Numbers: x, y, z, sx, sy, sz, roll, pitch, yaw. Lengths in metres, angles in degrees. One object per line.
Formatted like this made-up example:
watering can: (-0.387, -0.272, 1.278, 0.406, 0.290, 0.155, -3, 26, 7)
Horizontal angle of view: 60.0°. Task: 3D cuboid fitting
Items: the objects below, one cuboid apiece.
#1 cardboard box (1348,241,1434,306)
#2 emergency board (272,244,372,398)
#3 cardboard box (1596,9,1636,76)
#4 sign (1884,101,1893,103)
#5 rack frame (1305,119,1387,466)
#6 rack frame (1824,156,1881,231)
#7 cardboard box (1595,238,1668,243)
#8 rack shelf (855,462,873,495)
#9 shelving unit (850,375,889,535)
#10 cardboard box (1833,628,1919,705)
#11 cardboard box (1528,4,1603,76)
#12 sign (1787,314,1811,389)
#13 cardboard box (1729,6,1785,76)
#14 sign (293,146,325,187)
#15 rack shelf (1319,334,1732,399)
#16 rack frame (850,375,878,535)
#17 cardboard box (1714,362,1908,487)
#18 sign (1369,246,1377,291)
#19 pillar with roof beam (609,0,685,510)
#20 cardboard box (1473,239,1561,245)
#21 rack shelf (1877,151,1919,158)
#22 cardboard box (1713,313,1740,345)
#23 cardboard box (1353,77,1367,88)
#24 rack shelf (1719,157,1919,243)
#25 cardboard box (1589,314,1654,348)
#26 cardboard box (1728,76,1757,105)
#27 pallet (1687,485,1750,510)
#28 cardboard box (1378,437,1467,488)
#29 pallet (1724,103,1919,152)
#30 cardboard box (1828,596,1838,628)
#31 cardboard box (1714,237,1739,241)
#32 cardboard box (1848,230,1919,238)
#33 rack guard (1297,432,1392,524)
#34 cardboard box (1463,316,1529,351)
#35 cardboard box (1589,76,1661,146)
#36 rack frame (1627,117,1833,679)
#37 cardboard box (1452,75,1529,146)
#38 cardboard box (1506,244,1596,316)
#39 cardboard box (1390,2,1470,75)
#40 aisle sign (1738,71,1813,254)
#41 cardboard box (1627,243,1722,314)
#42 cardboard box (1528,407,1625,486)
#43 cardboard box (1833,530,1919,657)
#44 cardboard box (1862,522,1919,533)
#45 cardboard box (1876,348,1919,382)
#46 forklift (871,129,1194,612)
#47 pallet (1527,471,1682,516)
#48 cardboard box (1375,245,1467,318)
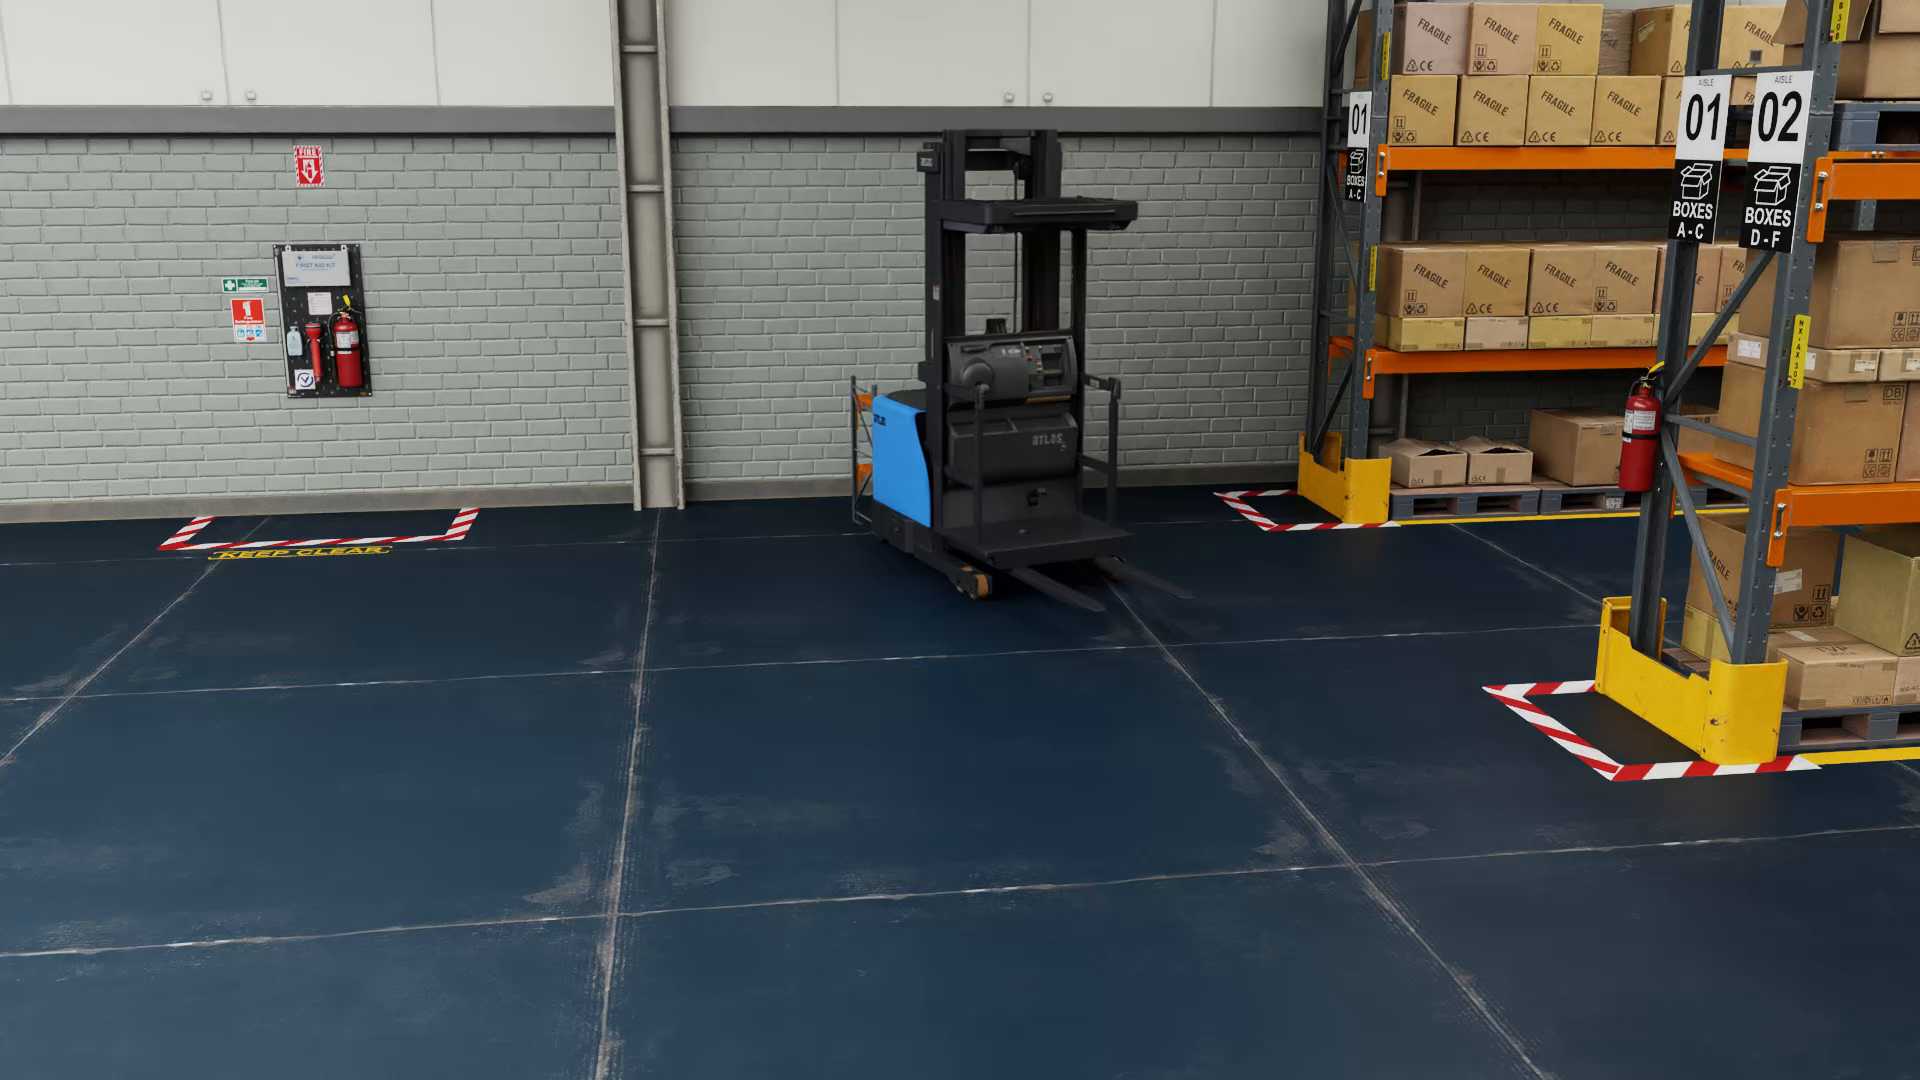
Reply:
cardboard box: (3.400, -2.085, 13.096, 0.500, 0.500, 0.500, -2, 14, -9)
emergency board: (-4.854, -1.652, 12.643, 0.643, 1.169, 0.194, -2, 14, -8)
cardboard box: (4.880, -3.844, 12.916, 0.500, 0.500, 0.500, -2, 14, -8)
sign: (7.009, -3.437, 12.531, 0.005, 0.325, 0.100, -2, 14, -8)
rack frame: (2.965, -1.716, 12.900, 0.127, 3.000, 1.000, -2, 14, -8)
rack frame: (6.921, -1.861, 13.478, 0.127, 3.000, 1.000, -2, 14, -8)
cardboard box: (5.419, -2.161, 13.397, 0.500, 0.500, 0.500, -2, 14, -7)
rack shelf: (-0.249, -0.453, 12.719, 1.000, 0.278, 0.538, -6, 15, -23)
shelving unit: (-0.249, -0.690, 12.660, 1.048, 1.125, 0.538, -6, 15, -23)
cardboard box: (4.764, 0.620, 8.372, 0.500, 0.250, 0.500, -2, 14, -8)
cardboard box: (4.391, -3.697, 12.330, 0.500, 0.500, 0.500, -2, 14, -7)
sign: (3.784, -0.850, 7.501, 0.005, 0.325, 0.100, -2, 14, -8)
cardboard box: (5.922, -3.754, 12.554, 0.500, 0.500, 0.500, -1, 14, -5)
sign: (-4.876, -2.800, 12.455, 0.199, 0.298, 0.001, -2, 14, -8)
rack shelf: (4.943, -1.440, 13.276, 4.000, 0.370, 1.077, -2, 14, -8)
rack frame: (-0.715, -0.640, 12.462, 0.032, 1.125, 0.500, -6, 15, -23)
cardboard box: (4.171, -0.587, 8.192, 0.500, 0.500, 0.700, -2, 14, -8)
sign: (3.046, -2.006, 12.274, 0.005, 0.325, 0.100, -2, 14, -8)
pillar with roof beam: (-1.763, -3.607, 8.105, 0.400, 9.000, 9.100, -2, 14, -8)
cardboard box: (4.410, -2.121, 13.238, 0.500, 0.500, 0.500, -2, 14, -10)
rack shelf: (8.899, -3.040, 13.489, 4.000, 0.370, 1.077, -2, 14, -8)
cardboard box: (6.004, -1.692, 13.070, 0.500, 0.250, 0.500, -2, 14, -8)
cardboard box: (3.340, -3.306, 12.823, 0.500, 0.500, 0.500, -1, 14, -4)
rack shelf: (5.685, -1.703, 8.161, 4.000, 0.370, 1.077, -2, 14, -8)
cardboard box: (5.011, -1.652, 12.909, 0.500, 0.250, 0.500, -2, 14, -8)
cardboard box: (5.956, -3.282, 12.727, 0.500, 0.500, 0.500, -3, 14, -13)
pallet: (6.262, -0.476, 13.686, 1.213, 0.211, 1.003, -2, 14, -8)
cardboard box: (3.663, -0.629, 13.187, 0.500, 0.311, 0.500, -4, 15, -15)
pallet: (4.410, -1.956, 7.872, 1.213, 0.211, 1.003, -2, 14, -8)
cardboard box: (4.686, 0.493, 8.877, 0.500, 0.250, 0.500, -2, 14, -8)
cardboard box: (6.425, -2.195, 13.535, 0.500, 0.500, 0.500, -2, 14, -10)
cardboard box: (4.742, -1.239, 8.123, 0.500, 0.500, 0.700, -2, 14, -10)
rack guard: (3.041, -0.507, 13.215, 0.348, 0.500, 1.175, -2, 14, -8)
cardboard box: (4.007, -1.617, 12.770, 0.500, 0.250, 0.500, -3, 14, -10)
cardboard box: (4.909, -3.237, 12.549, 0.500, 0.500, 0.500, -1, 14, -5)
rack frame: (3.707, -0.525, 8.149, 0.127, 3.000, 1.000, -2, 14, -8)
cardboard box: (3.870, -3.192, 12.372, 0.500, 0.500, 0.500, -1, 14, -5)
cardboard box: (4.484, -1.995, 12.735, 0.500, 0.500, 0.500, -3, 14, -10)
cardboard box: (3.383, -3.670, 12.221, 0.500, 0.500, 0.500, -3, 14, -12)
aisle sign: (3.688, -1.710, 7.529, 0.004, 0.787, 0.394, -2, 14, -8)
cardboard box: (5.507, -2.035, 12.897, 0.500, 0.500, 0.500, -3, 14, -10)
cardboard box: (4.960, -0.756, 13.304, 0.500, 0.500, 0.700, -3, 14, -12)
cardboard box: (4.765, 0.257, 8.279, 0.500, 0.500, 0.500, -2, 14, -8)
cardboard box: (5.180, 0.110, 8.863, 0.500, 0.500, 0.500, -2, 14, -8)
cardboard box: (4.388, -0.861, 7.949, 0.250, 0.149, 0.380, -2, 14, -10)
forklift: (0.444, -1.160, 10.821, 1.130, 2.935, 3.031, -7, 16, -25)
pallet: (5.053, -0.431, 13.506, 1.213, 0.211, 1.003, -2, 14, -8)
cardboard box: (3.482, -1.962, 12.605, 0.500, 0.500, 0.500, -2, 14, -8)
